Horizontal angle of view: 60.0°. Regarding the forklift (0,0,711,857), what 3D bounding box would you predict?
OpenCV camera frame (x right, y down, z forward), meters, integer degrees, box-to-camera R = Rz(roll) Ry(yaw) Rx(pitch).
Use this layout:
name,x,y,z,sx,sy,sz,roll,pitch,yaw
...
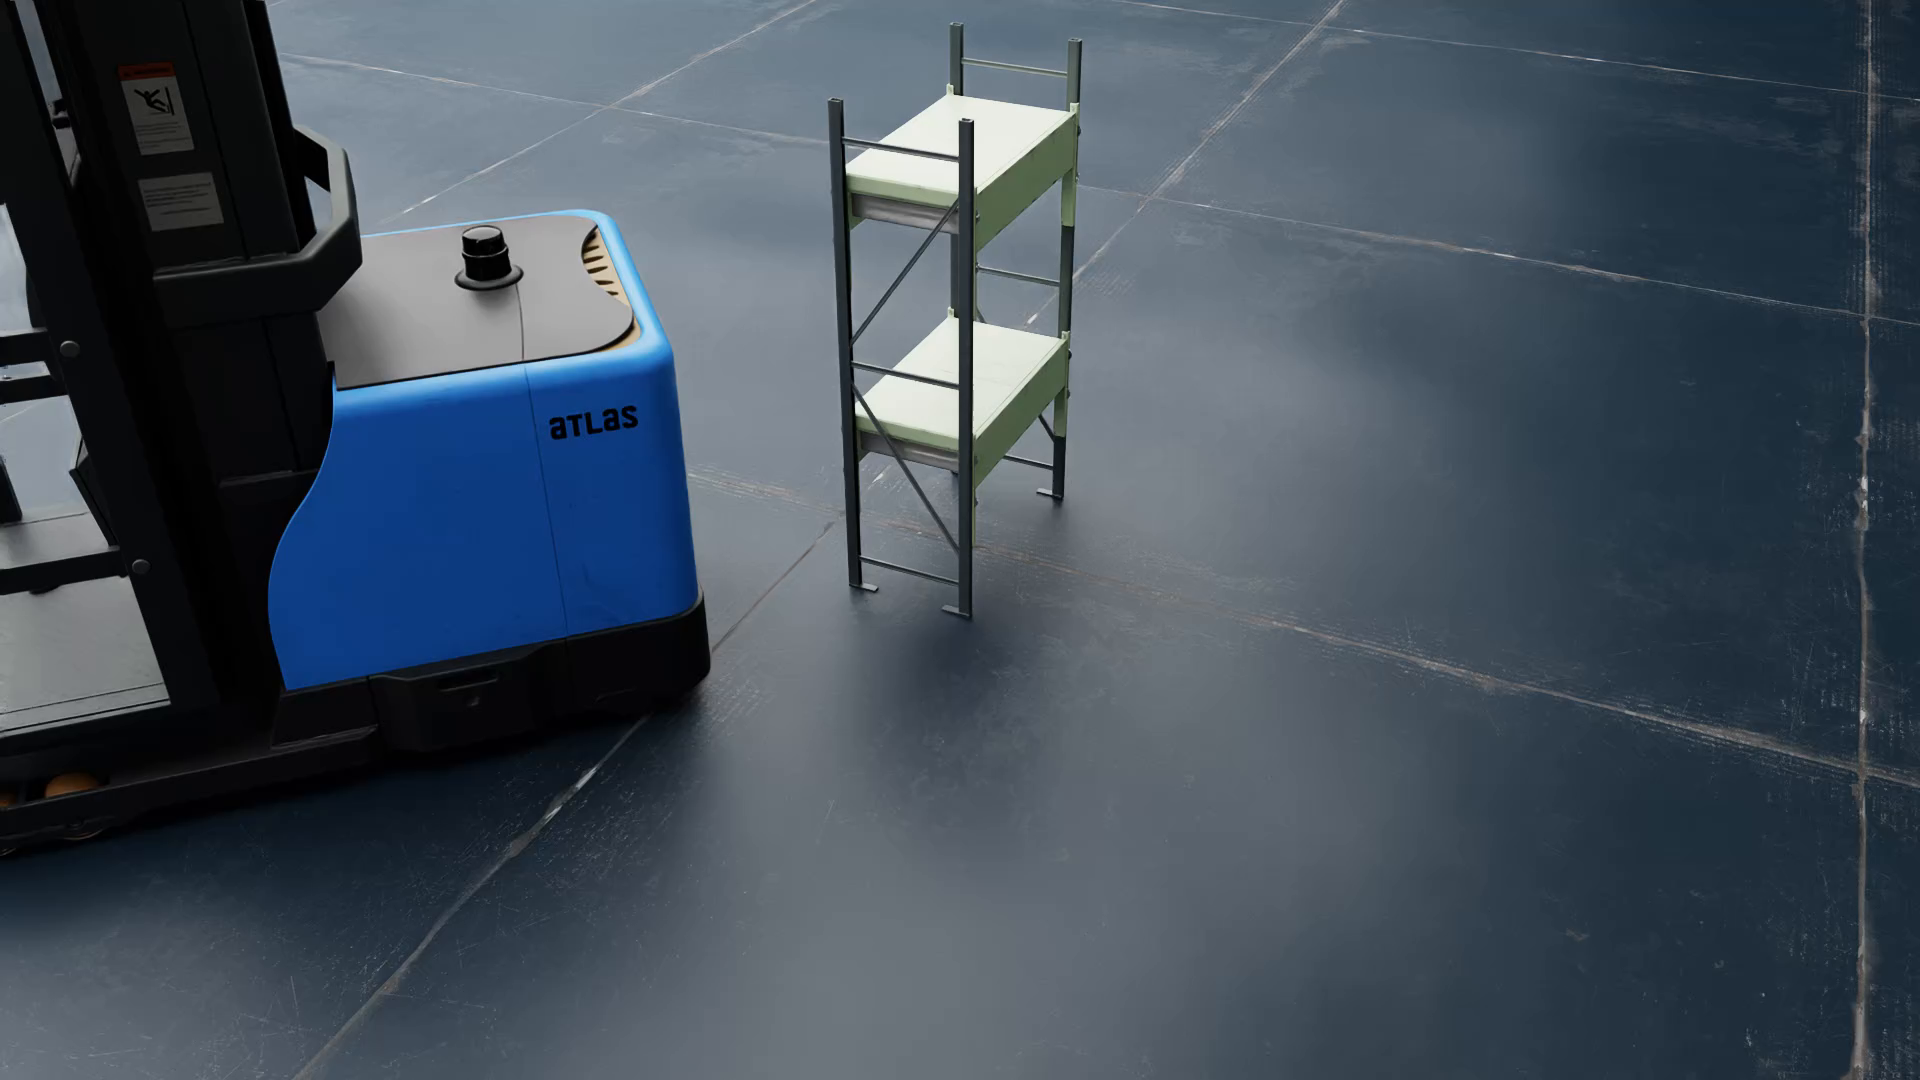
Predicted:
name,x,y,z,sx,sy,sz,roll,pitch,yaw
forklift,-2.261,-0.775,3.759,3.031,2.935,1.130,-11,35,-16

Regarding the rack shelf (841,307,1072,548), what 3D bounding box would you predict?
name,x,y,z,sx,sy,sz,roll,pitch,yaw
rack shelf,0.003,-0.358,5.023,0.431,0.370,0.720,14,36,20

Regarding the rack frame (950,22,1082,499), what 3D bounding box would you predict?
name,x,y,z,sx,sy,sz,roll,pitch,yaw
rack frame,0.156,-0.813,5.122,0.400,1.500,0.023,14,36,20

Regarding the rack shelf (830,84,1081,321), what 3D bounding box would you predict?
name,x,y,z,sx,sy,sz,roll,pitch,yaw
rack shelf,0.003,-0.957,4.630,0.431,0.370,0.720,14,36,20

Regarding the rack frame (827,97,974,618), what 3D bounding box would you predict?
name,x,y,z,sx,sy,sz,roll,pitch,yaw
rack frame,-0.150,-0.448,4.566,0.400,1.500,0.023,14,36,20

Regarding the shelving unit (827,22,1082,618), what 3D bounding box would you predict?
name,x,y,z,sx,sy,sz,roll,pitch,yaw
shelving unit,0.003,-0.631,4.844,0.431,1.500,0.755,14,36,20
